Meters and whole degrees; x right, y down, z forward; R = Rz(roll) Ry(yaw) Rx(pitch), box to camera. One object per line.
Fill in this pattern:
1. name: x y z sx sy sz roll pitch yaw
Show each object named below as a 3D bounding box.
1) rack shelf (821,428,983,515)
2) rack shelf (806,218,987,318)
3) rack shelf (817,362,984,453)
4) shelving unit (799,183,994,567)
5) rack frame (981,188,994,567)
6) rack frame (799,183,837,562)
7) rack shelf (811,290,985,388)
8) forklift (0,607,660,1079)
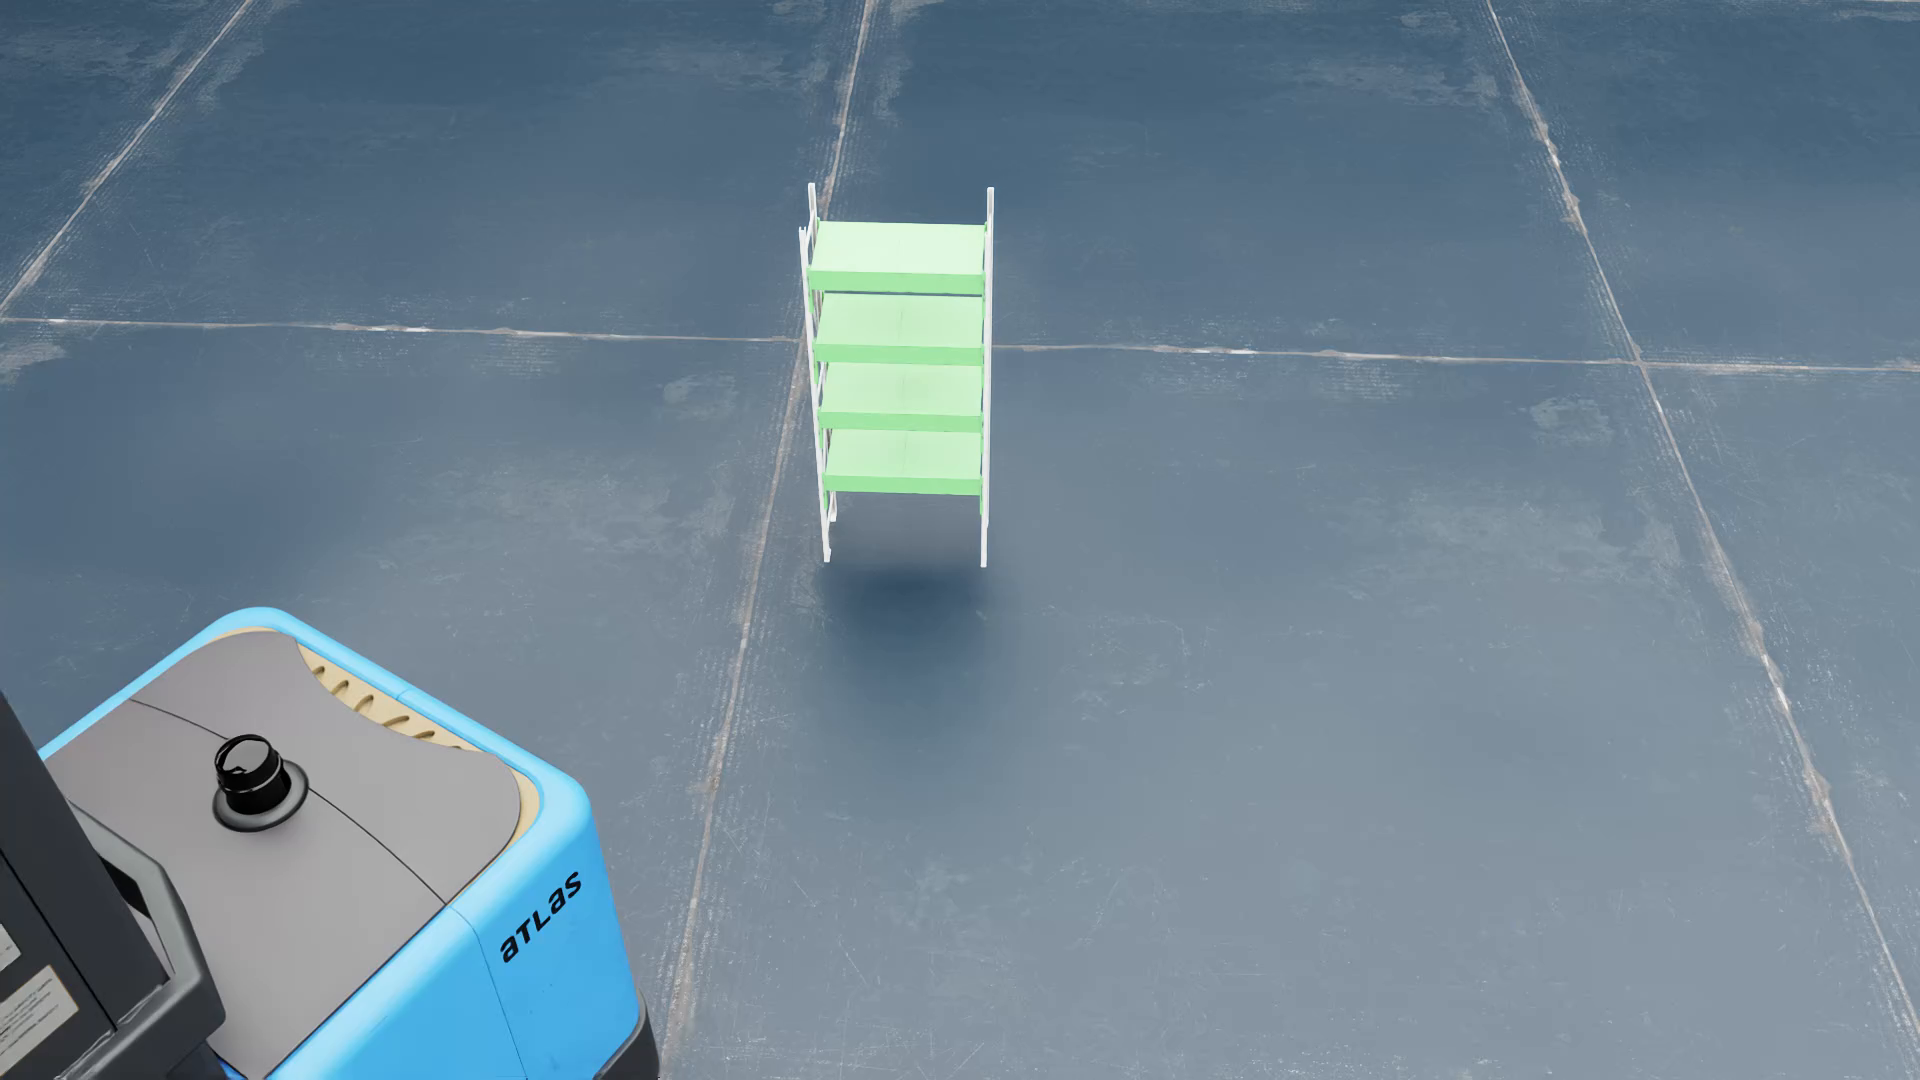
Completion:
1. rack shelf: -0.165 -0.222 5.054 0.480 0.148 0.258 2 43 2
2. rack shelf: -0.165 -0.749 4.563 0.480 0.148 0.258 2 43 2
3. rack shelf: -0.165 -0.397 4.890 0.480 0.148 0.258 2 43 2
4. shelving unit: -0.165 -0.444 4.846 0.503 1.200 0.258 2 43 2
5. rack frame: 0.078 -0.437 4.838 0.015 1.200 0.240 2 43 2
6. rack frame: -0.409 -0.452 4.855 0.015 1.200 0.240 2 43 2
7. rack shelf: -0.165 -0.573 4.726 0.480 0.148 0.258 2 43 2
8. forklift: -1.919 0.852 2.185 1.130 2.935 3.031 24 48 24
